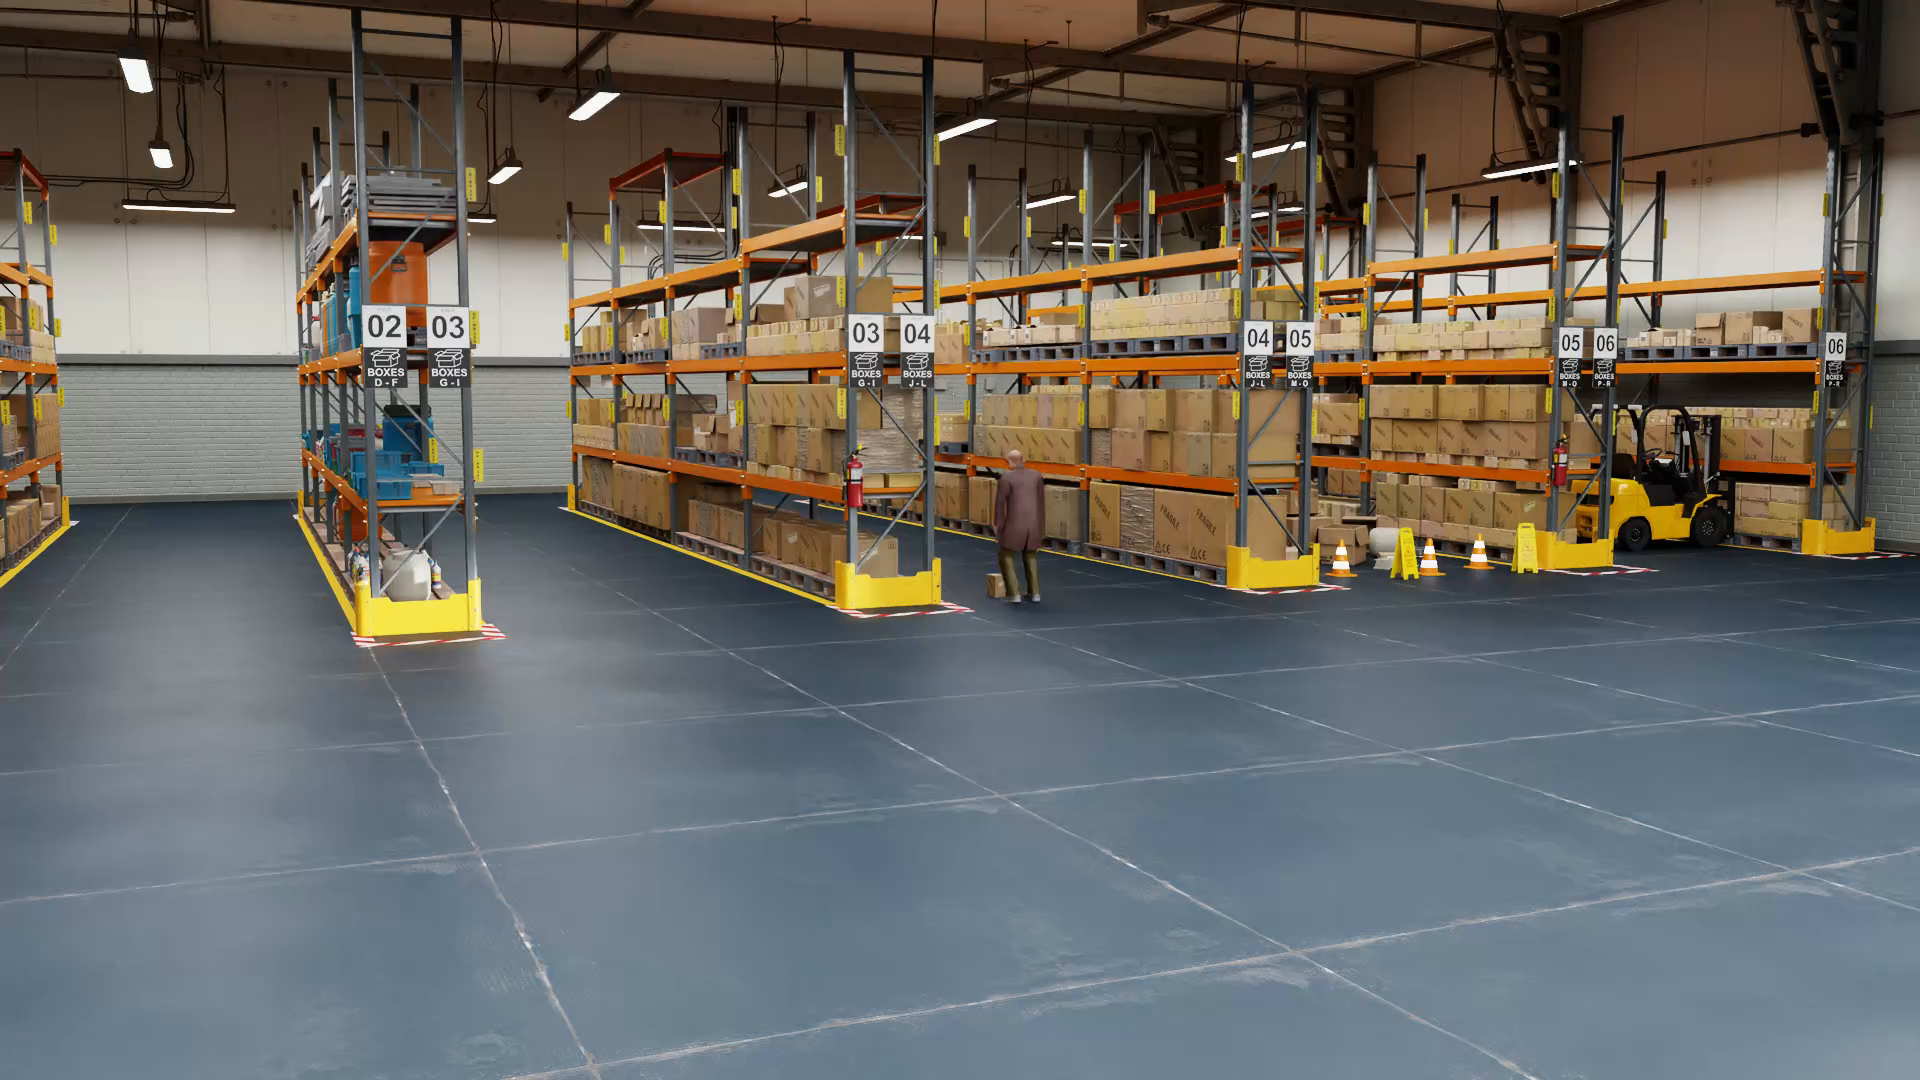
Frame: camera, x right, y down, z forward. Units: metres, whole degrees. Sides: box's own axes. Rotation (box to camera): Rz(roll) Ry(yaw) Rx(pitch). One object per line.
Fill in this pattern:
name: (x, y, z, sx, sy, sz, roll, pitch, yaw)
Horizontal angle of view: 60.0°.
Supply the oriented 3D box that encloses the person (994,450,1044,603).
person: (0.663, -0.152, 18.752, 0.595, 1.715, 0.448, -2, 6, -23)
